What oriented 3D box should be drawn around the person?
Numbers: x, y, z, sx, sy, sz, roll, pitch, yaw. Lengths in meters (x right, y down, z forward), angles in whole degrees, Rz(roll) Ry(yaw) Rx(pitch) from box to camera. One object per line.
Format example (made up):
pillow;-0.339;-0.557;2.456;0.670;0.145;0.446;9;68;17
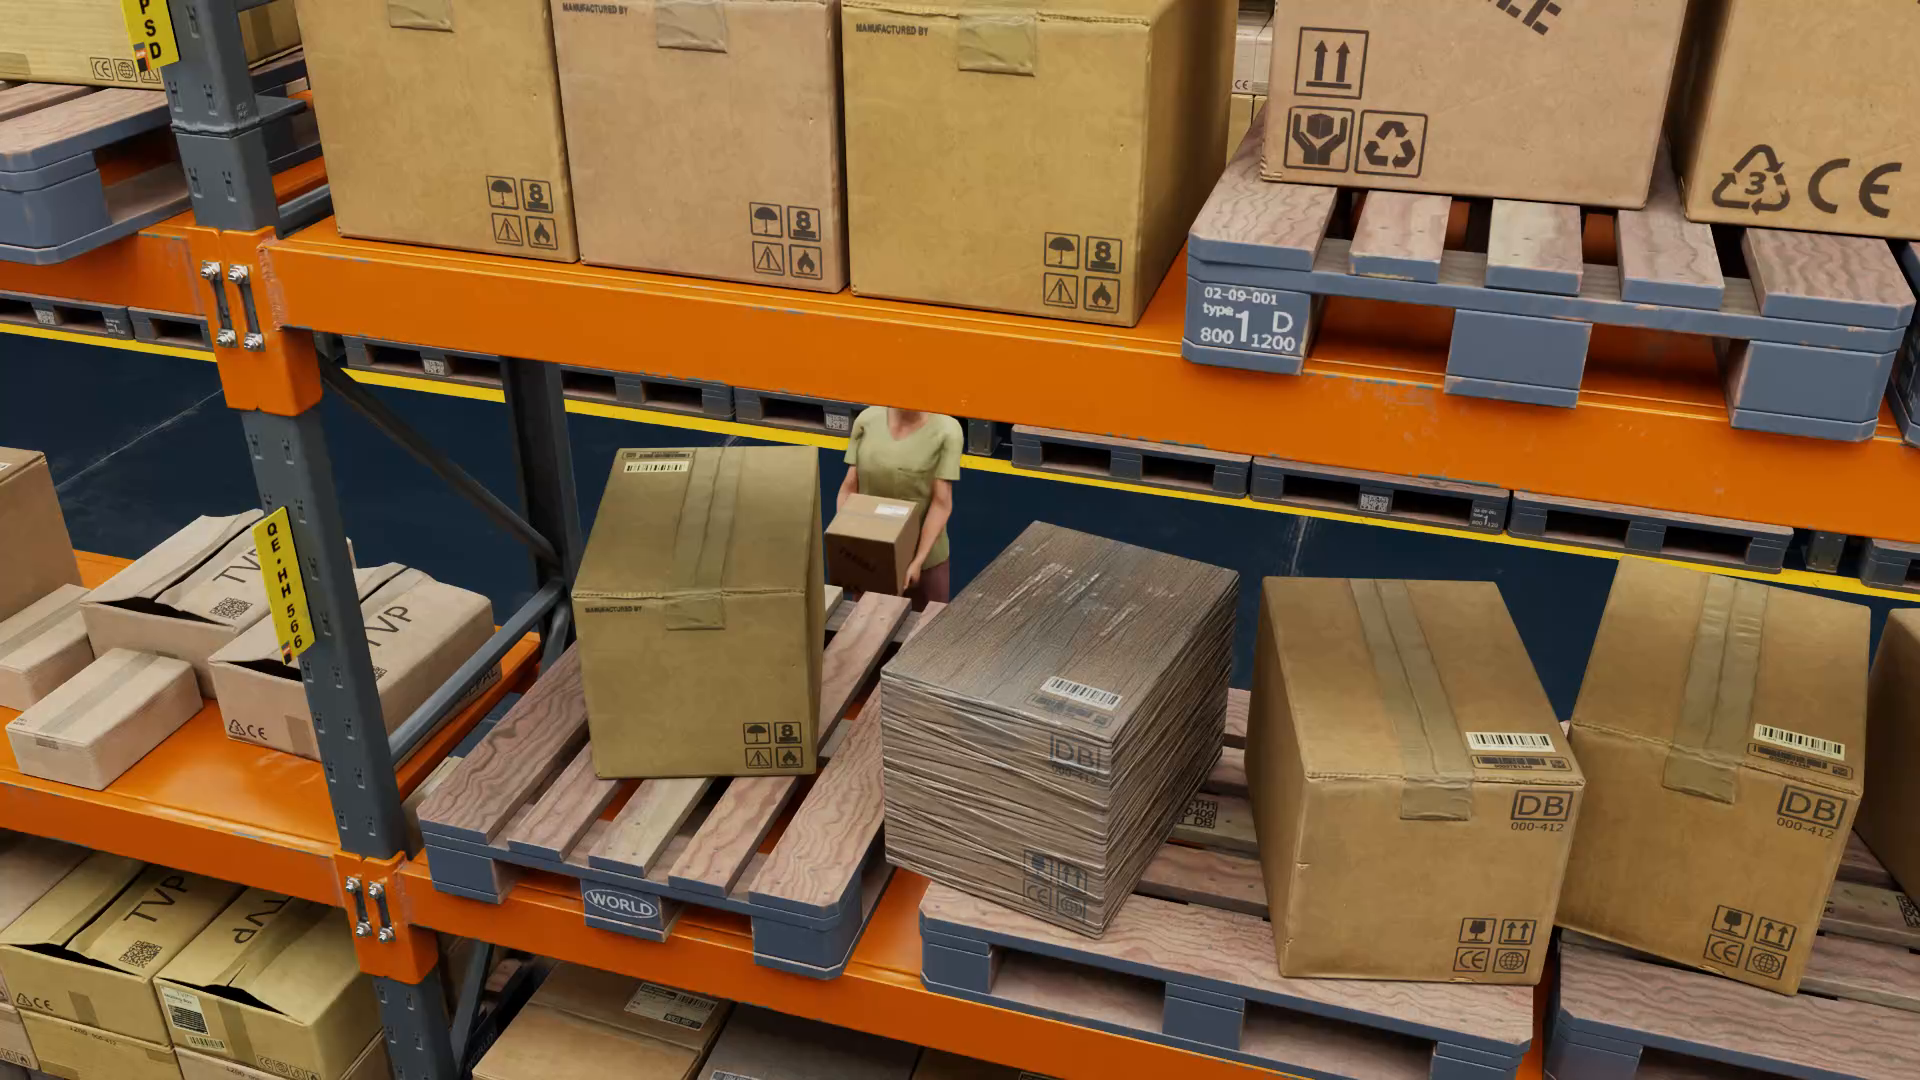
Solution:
person;-0.230;0.214;6.022;0.426;1.405;0.518;9;31;15
